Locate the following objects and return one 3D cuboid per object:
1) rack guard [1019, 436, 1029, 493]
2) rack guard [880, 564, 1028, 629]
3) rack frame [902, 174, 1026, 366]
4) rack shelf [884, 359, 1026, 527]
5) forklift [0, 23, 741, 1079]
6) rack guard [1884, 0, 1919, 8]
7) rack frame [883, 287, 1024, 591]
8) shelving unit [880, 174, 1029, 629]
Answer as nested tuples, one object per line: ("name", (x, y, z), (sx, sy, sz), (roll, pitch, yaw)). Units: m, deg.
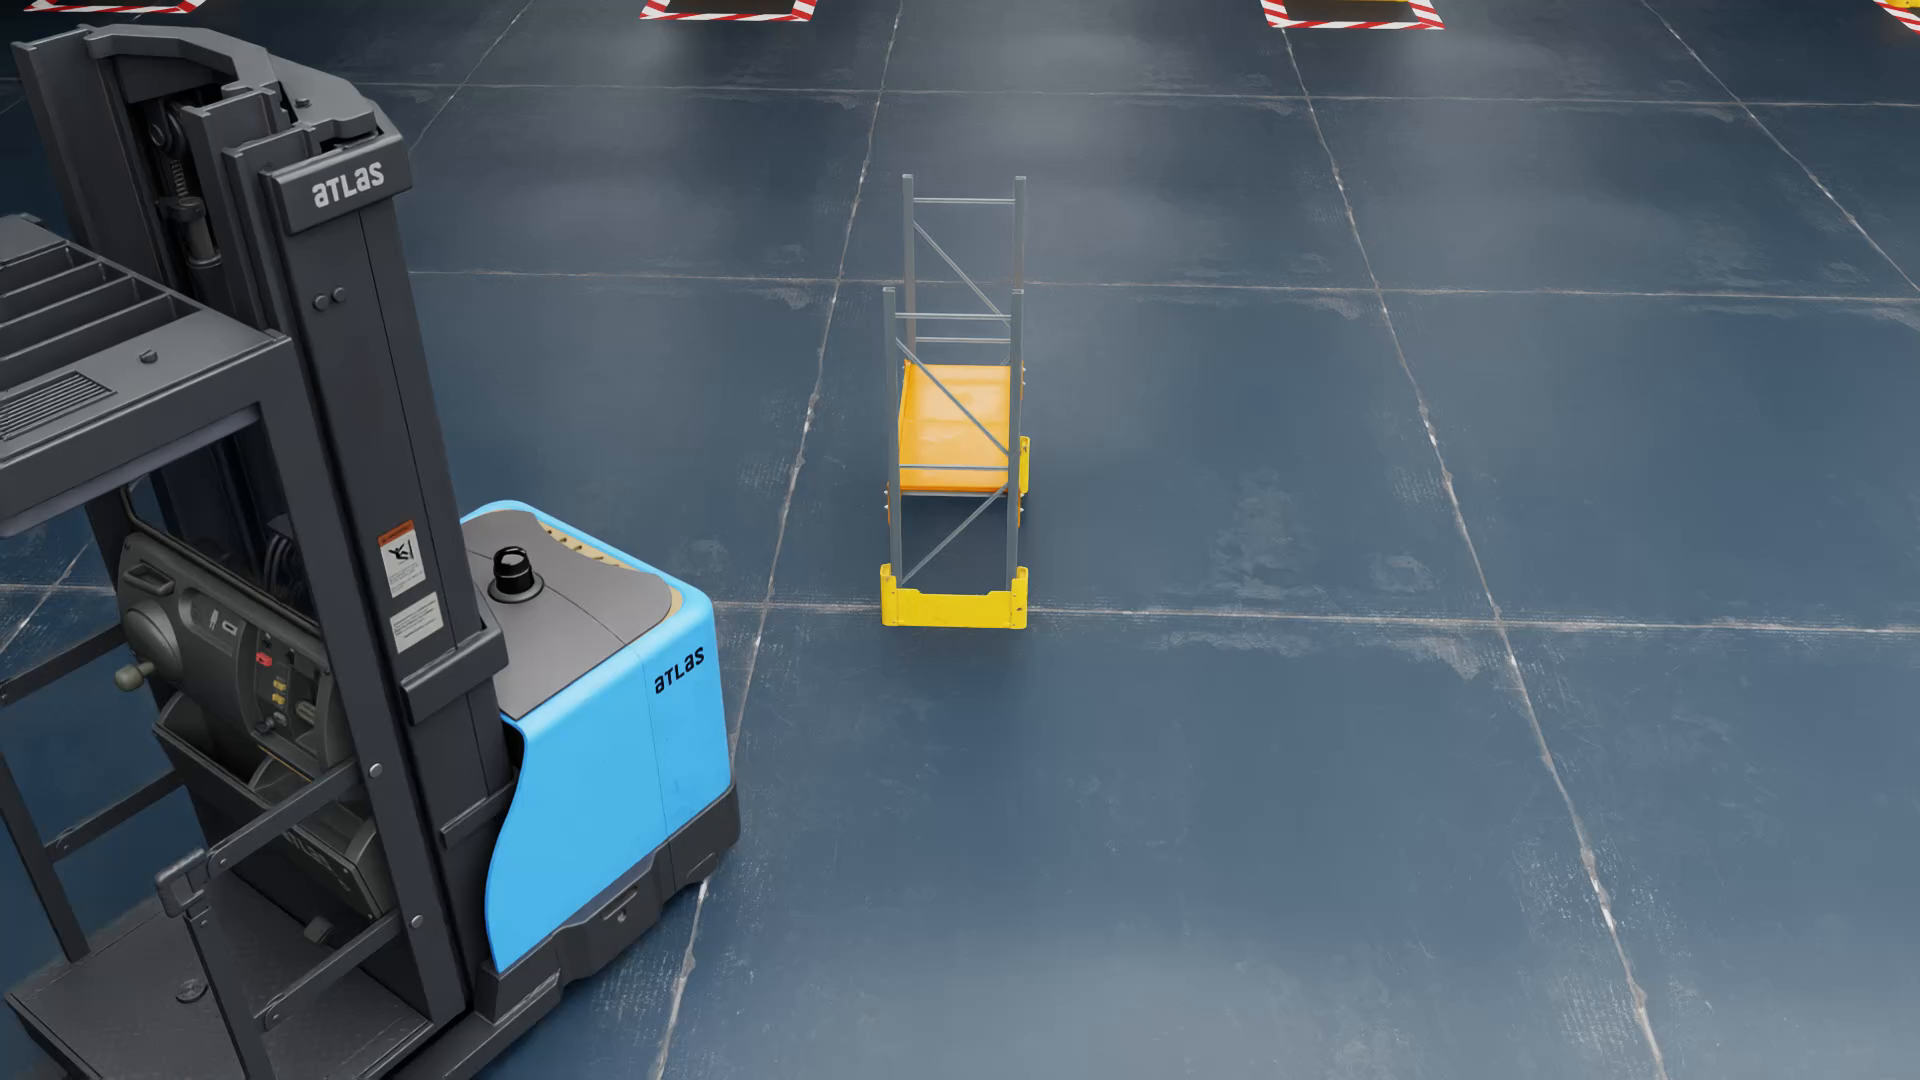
("rack guard", (0.017, -0.345, 7.523), (0.587, 0.250, 0.087), (1, 35, 2))
("rack guard", (-0.023, 0.228, 6.709), (0.587, 0.250, 0.087), (1, 35, 2))
("rack frame", (0.017, -0.857, 7.165), (0.500, 1.500, 0.032), (1, 35, 2))
("rack shelf", (-0.003, -0.417, 6.852), (0.538, 0.185, 1.000), (1, 35, 2))
("forklift", (-2.036, 0.365, 4.182), (1.130, 2.935, 3.031), (23, 41, 29))
("rack guard", (8.069, -4.556, 13.298), (1.175, 0.500, 0.348), (1, 35, 2))
("rack frame", (-0.024, -0.273, 6.333), (0.500, 1.500, 0.032), (1, 35, 2))
("shelving unit", (-0.003, -0.570, 6.756), (0.587, 1.500, 1.083), (1, 35, 2))
